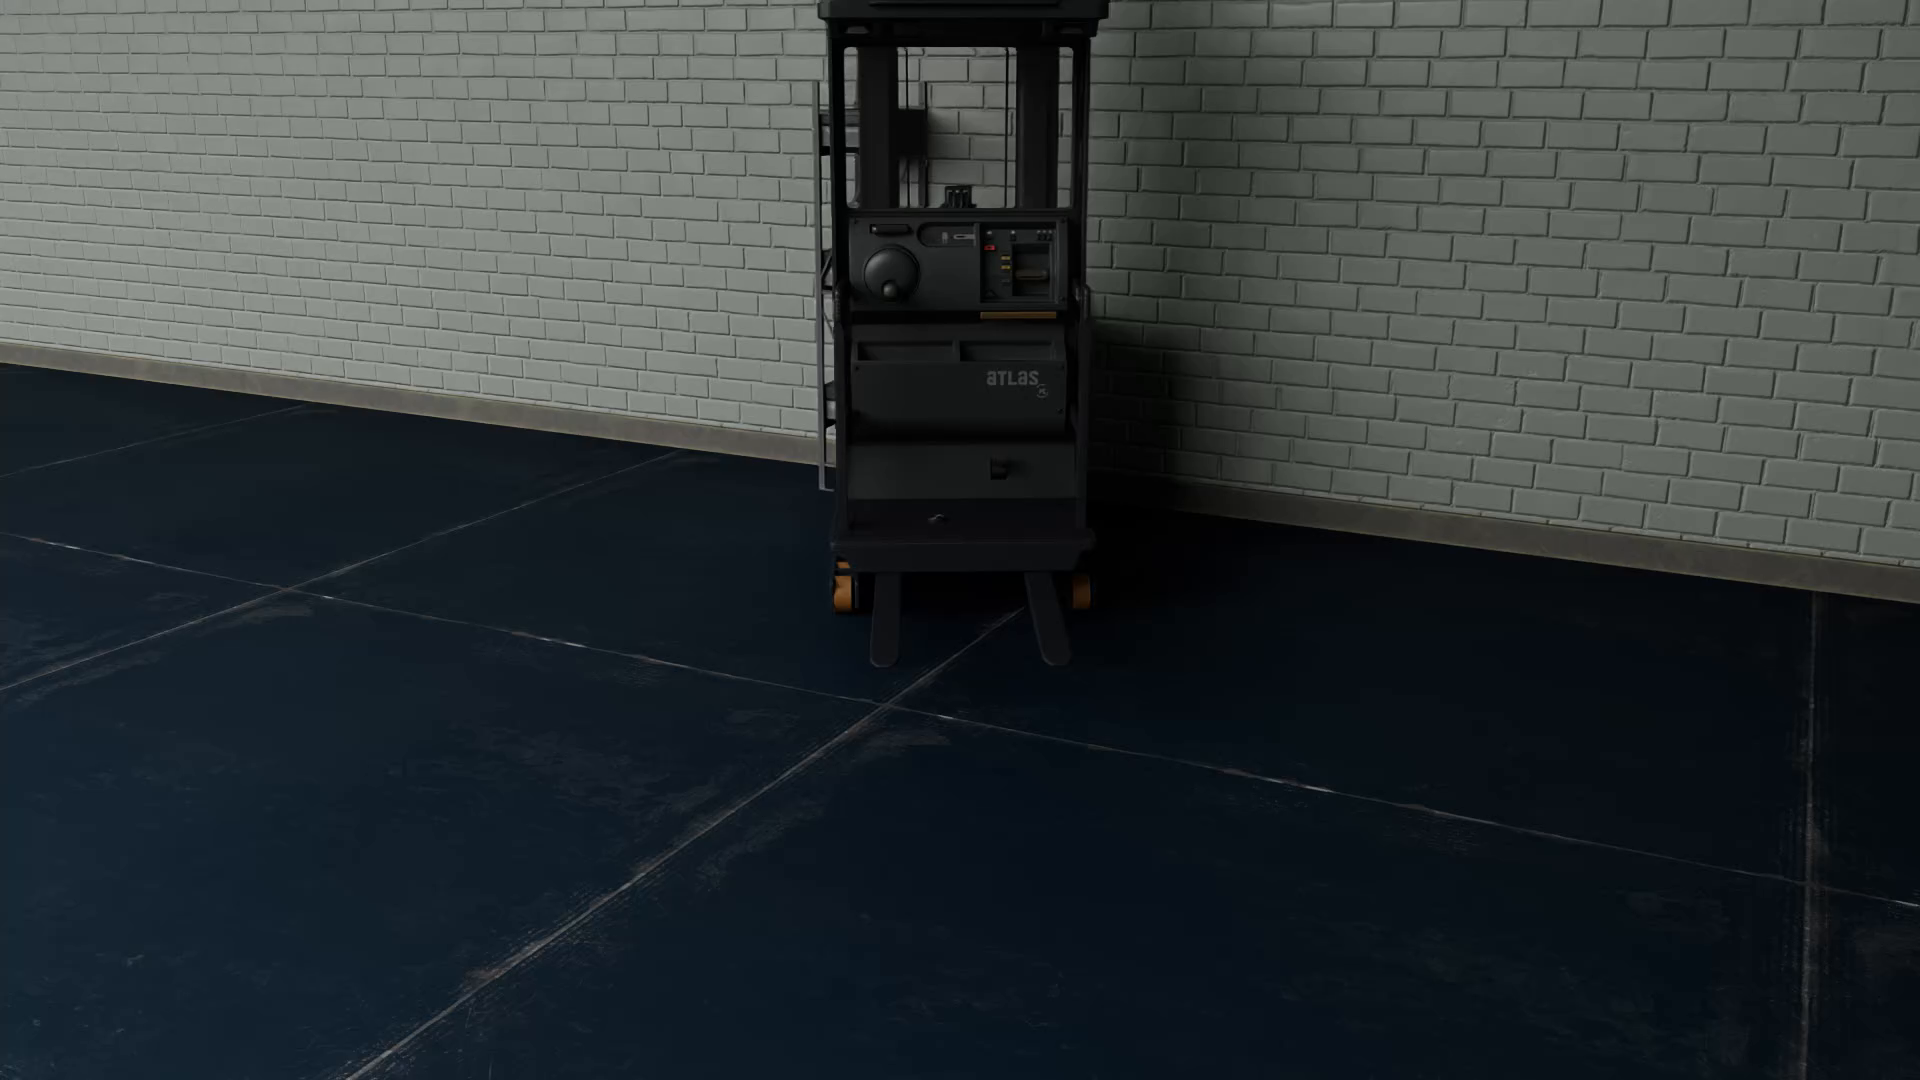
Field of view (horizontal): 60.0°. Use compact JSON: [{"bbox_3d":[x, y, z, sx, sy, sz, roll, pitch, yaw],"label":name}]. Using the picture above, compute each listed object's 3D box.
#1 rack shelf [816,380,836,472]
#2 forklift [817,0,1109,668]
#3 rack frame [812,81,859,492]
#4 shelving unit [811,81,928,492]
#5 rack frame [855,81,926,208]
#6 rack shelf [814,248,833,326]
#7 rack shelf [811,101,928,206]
[{"bbox_3d":[-0.466,-0.629,8.911,0.431,0.518,0.480,7,17,22],"label":"rack shelf"},{"bbox_3d":[0.003,-1.187,6.872,1.130,2.935,3.031,0,17,-1],"label":"forklift"},{"bbox_3d":[-0.556,-1.254,8.499,0.400,2.100,0.015,7,17,22],"label":"rack frame"},{"bbox_3d":[-0.462,-1.315,8.715,0.431,2.100,0.503,7,17,22],"label":"shelving unit"},{"bbox_3d":[-0.368,-1.376,8.932,0.400,2.100,0.015,7,17,22],"label":"rack frame"},{"bbox_3d":[-0.462,-1.302,8.719,0.431,0.518,0.480,7,17,22],"label":"rack shelf"},{"bbox_3d":[-0.458,-1.975,8.527,0.431,0.518,0.480,7,17,22],"label":"rack shelf"}]
